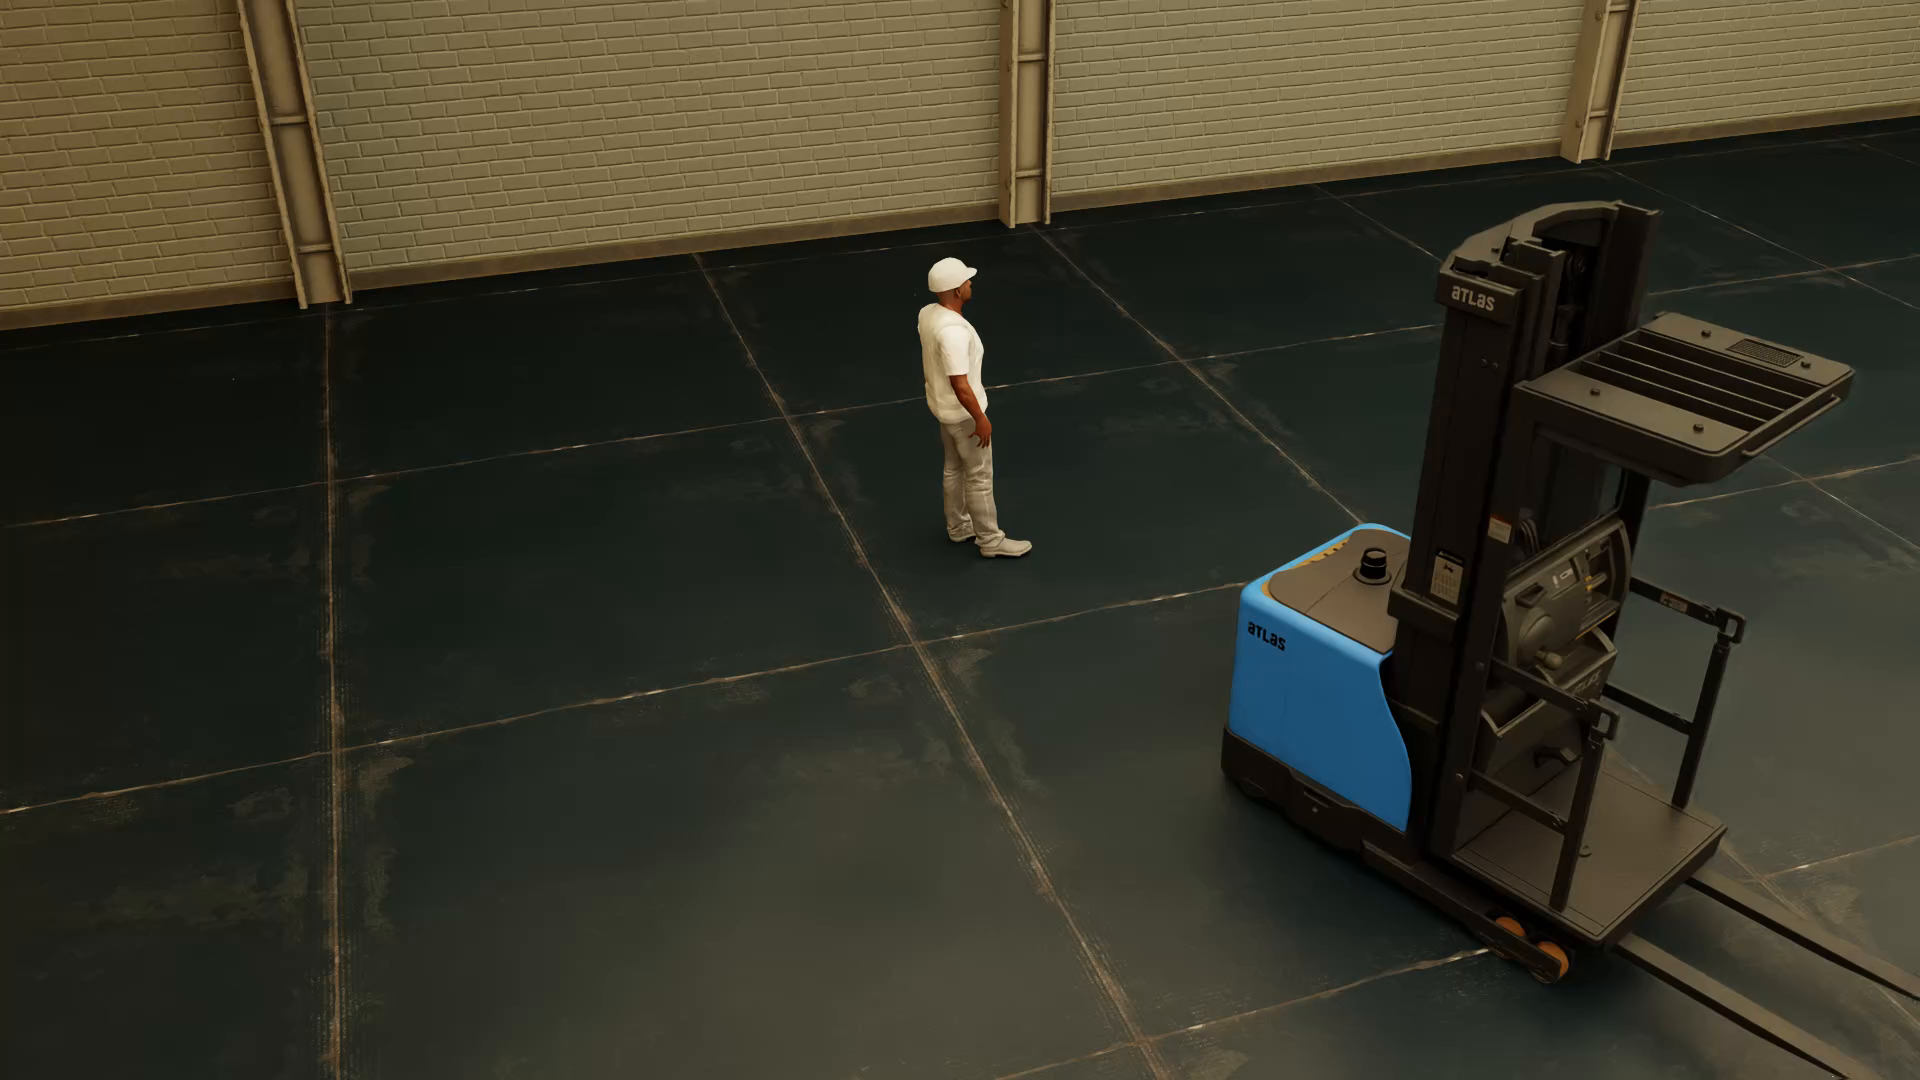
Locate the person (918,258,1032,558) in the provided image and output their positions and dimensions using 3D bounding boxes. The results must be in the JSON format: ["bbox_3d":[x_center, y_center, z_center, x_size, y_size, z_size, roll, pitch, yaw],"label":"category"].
[{"bbox_3d":[0.068,-0.780,9.597,0.575,1.768,0.665,-10,31,-16],"label":"person"}]

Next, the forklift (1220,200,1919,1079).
[{"bbox_3d":[2.606,0.266,6.624,1.130,2.935,3.031,-24,38,-35],"label":"forklift"}]
